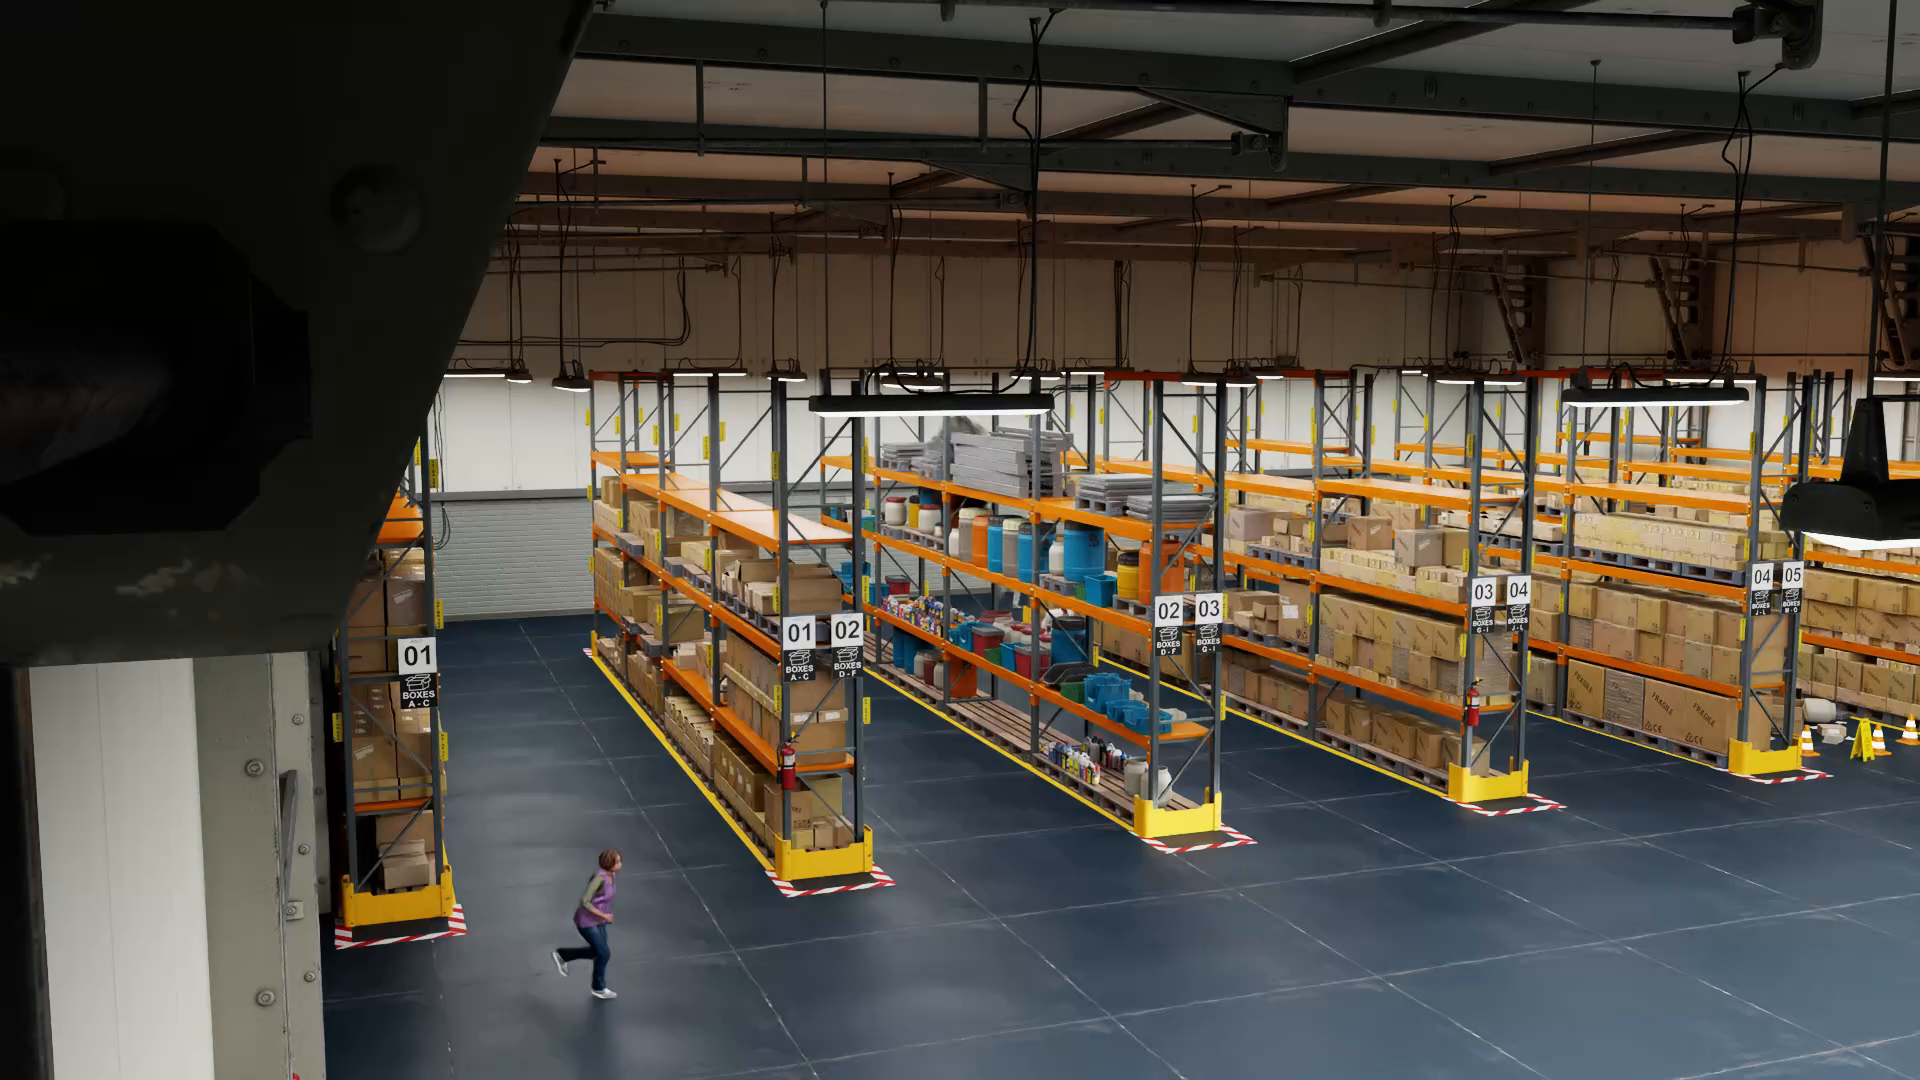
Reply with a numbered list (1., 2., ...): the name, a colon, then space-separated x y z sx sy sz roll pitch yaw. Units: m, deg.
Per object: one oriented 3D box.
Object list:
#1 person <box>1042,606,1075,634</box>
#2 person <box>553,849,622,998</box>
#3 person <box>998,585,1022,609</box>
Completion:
1. person: 1.887 1.928 31.910 0.704 1.714 0.716 -5 8 -35
2. person: -3.665 3.776 16.346 0.750 1.541 0.534 2 7 15
3. person: 1.268 0.849 41.629 0.721 1.693 0.856 -4 8 -33
